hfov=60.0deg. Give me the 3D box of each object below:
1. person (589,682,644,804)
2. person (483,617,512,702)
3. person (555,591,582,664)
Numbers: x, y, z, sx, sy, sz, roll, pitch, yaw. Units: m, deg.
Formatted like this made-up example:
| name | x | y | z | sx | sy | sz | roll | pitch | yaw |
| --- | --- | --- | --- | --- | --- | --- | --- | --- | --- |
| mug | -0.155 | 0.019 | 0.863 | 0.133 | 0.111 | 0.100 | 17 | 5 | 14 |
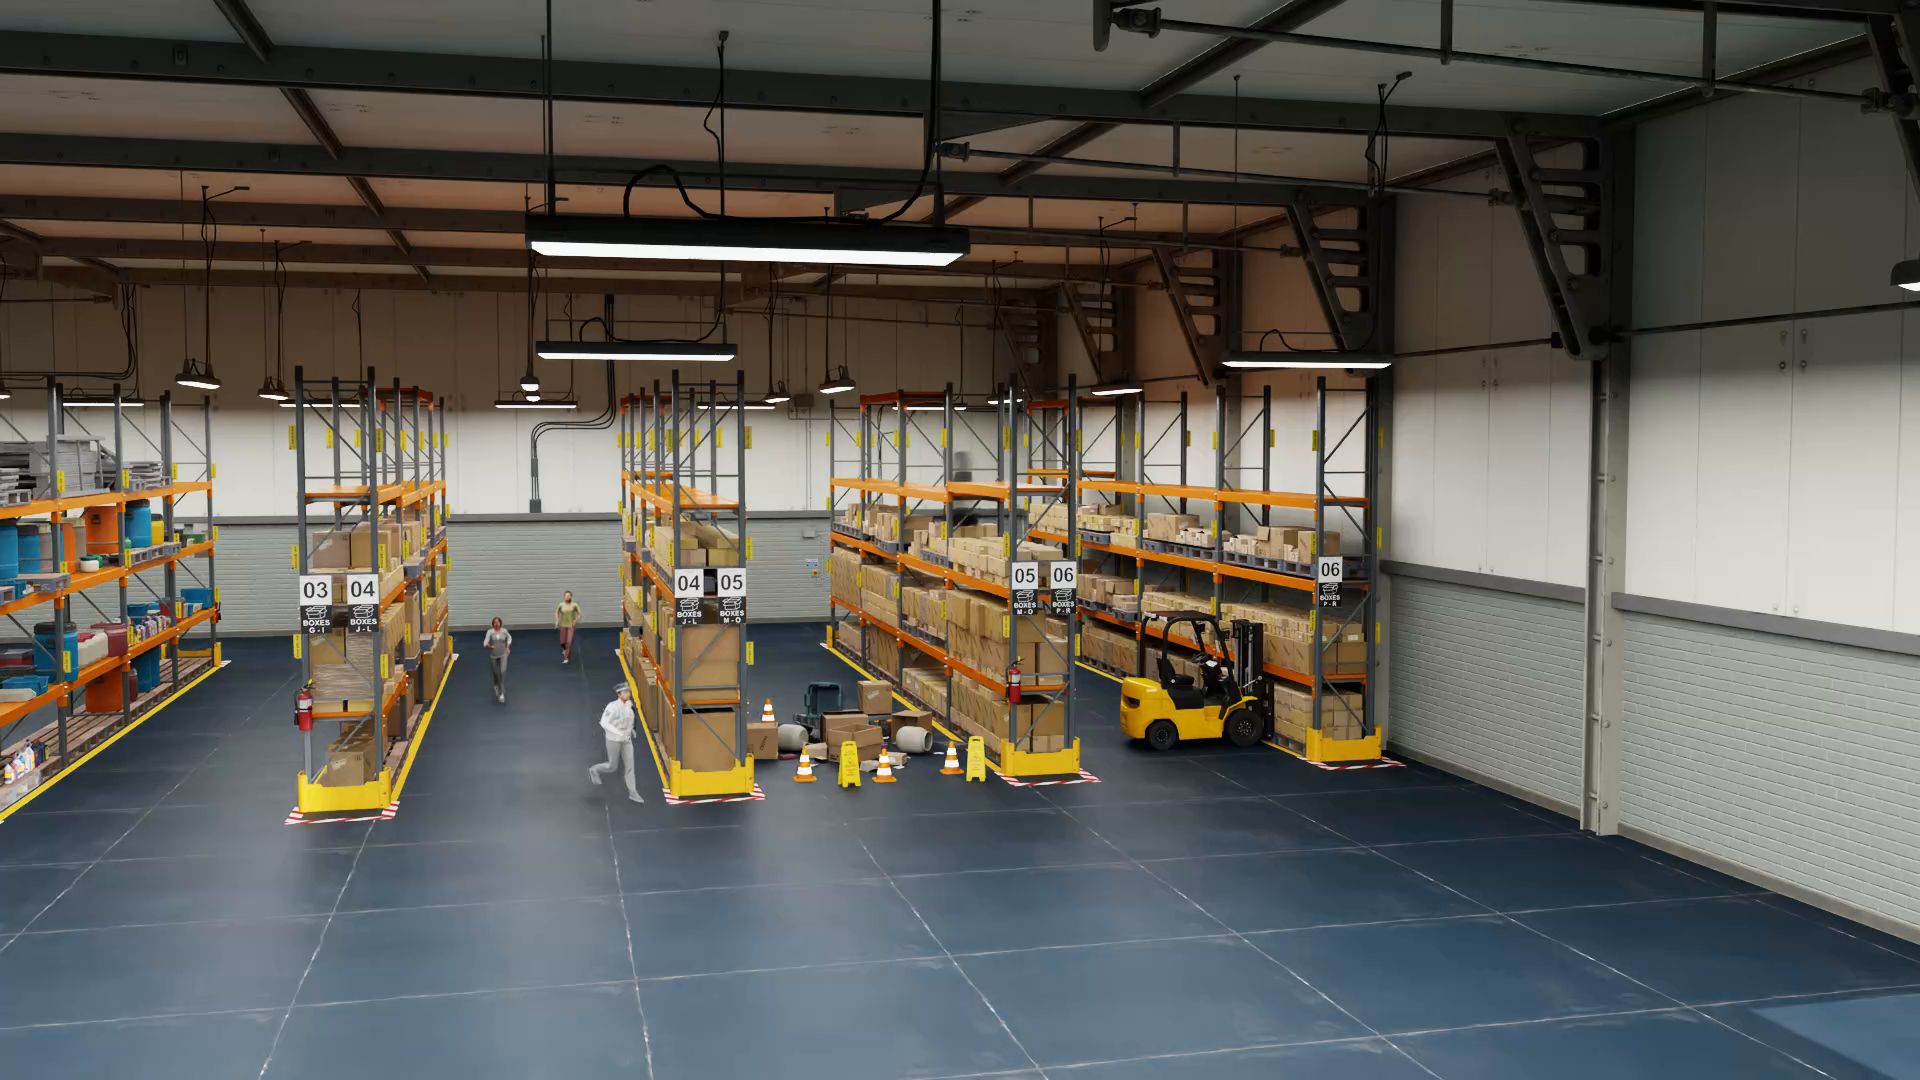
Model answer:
| name | x | y | z | sx | sy | sz | roll | pitch | yaw |
| --- | --- | --- | --- | --- | --- | --- | --- | --- | --- |
| person | -4.731 | 2.781 | 23.102 | 1.055 | 1.660 | 0.626 | 3 | 4 | 36 |
| person | -8.921 | 2.278 | 32.097 | 0.536 | 1.610 | 0.875 | -1 | 4 | -17 |
| person | -8.843 | 1.949 | 37.537 | 0.594 | 1.602 | 0.510 | 0 | 3 | -6 |
